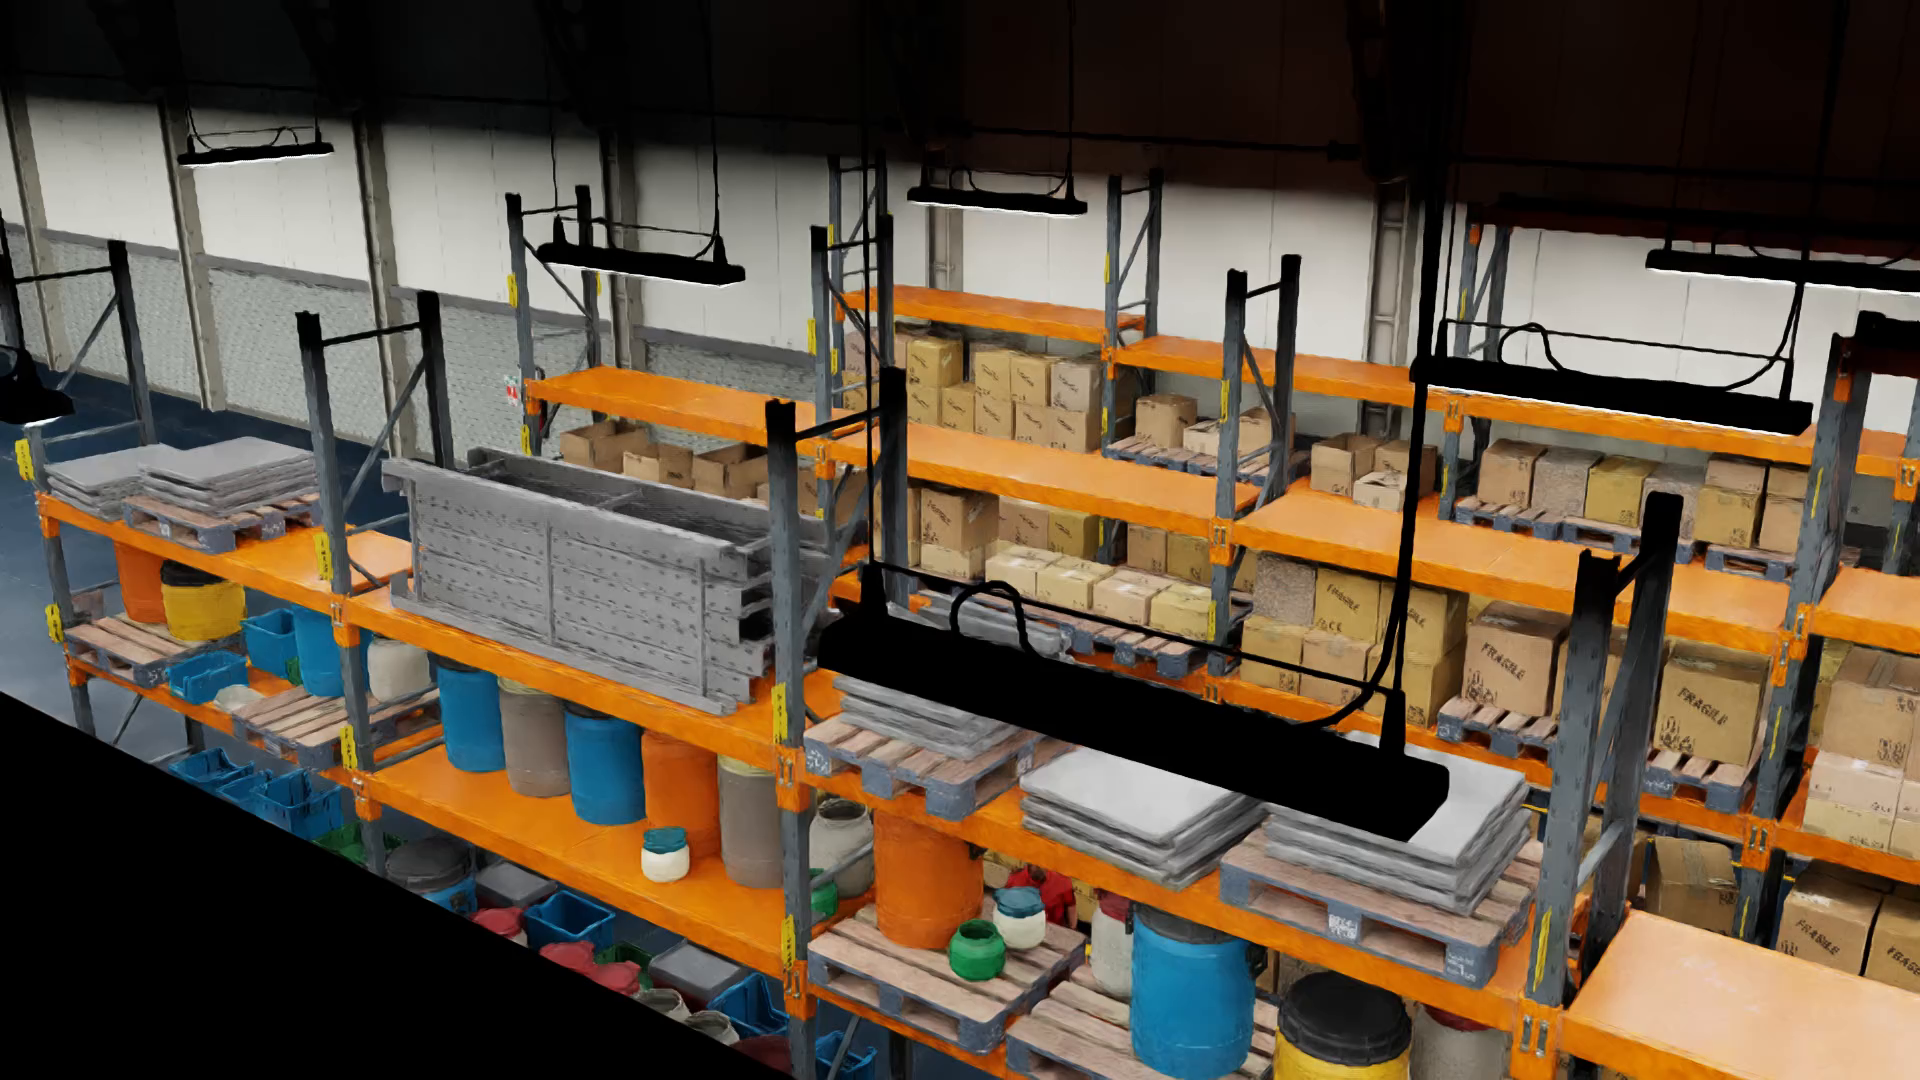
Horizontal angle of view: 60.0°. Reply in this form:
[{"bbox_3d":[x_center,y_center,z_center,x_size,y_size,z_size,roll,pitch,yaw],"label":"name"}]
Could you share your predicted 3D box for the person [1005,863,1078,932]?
[{"bbox_3d":[0.612,3.151,12.928,0.626,1.738,0.476,4,19,11],"label":"person"}]
